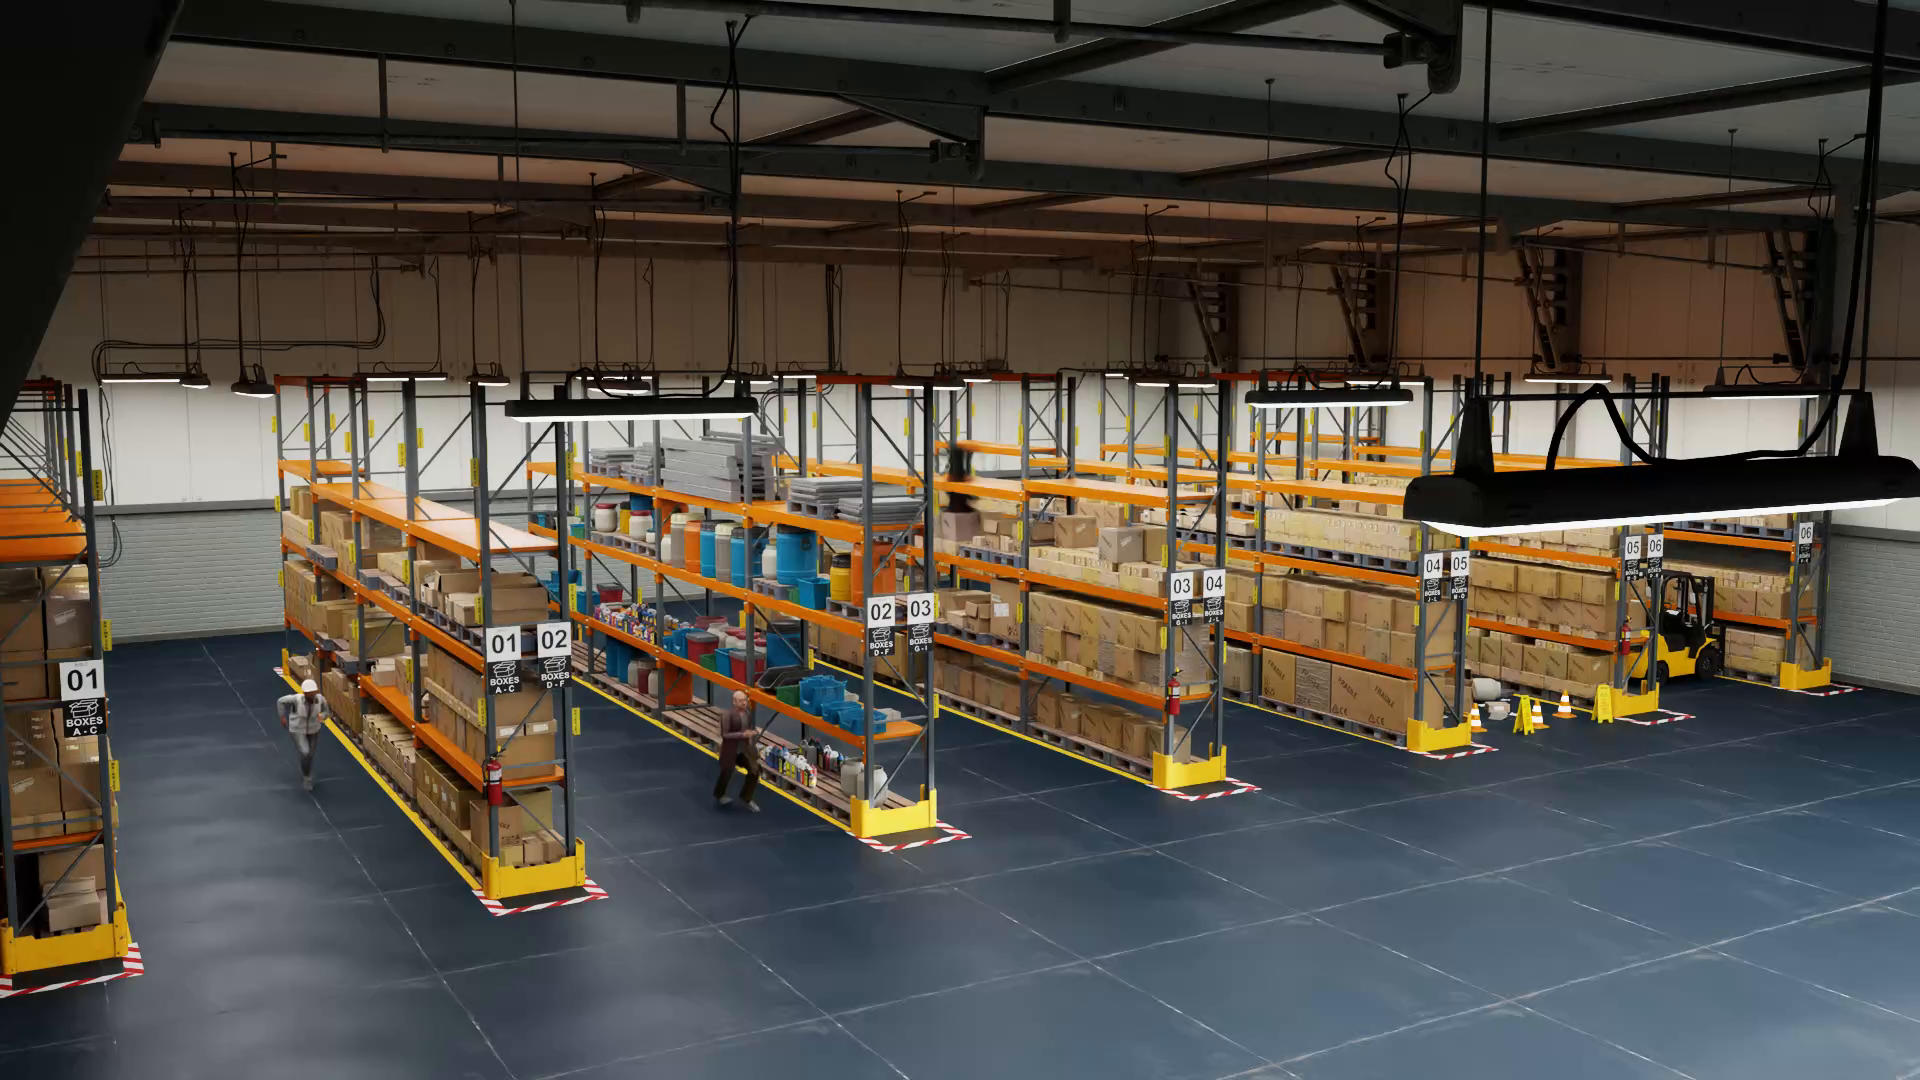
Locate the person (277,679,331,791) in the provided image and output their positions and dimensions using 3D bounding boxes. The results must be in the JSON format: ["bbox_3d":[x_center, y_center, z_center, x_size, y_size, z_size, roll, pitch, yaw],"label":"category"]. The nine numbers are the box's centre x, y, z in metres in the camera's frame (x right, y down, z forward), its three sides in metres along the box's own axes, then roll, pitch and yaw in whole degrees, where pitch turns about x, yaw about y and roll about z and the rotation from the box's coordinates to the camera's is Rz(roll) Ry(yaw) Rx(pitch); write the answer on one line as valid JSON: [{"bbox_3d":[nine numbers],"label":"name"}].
[{"bbox_3d":[-9.670,2.851,24.516,0.705,1.711,0.988,-4,8,-34],"label":"person"}]

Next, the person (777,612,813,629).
[{"bbox_3d":[-3.195,1.902,32.879,0.721,1.692,0.653,6,9,43],"label":"person"}]

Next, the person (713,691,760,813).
[{"bbox_3d":[-3.139,2.931,23.181,0.626,1.729,1.037,-5,8,-39],"label":"person"}]
